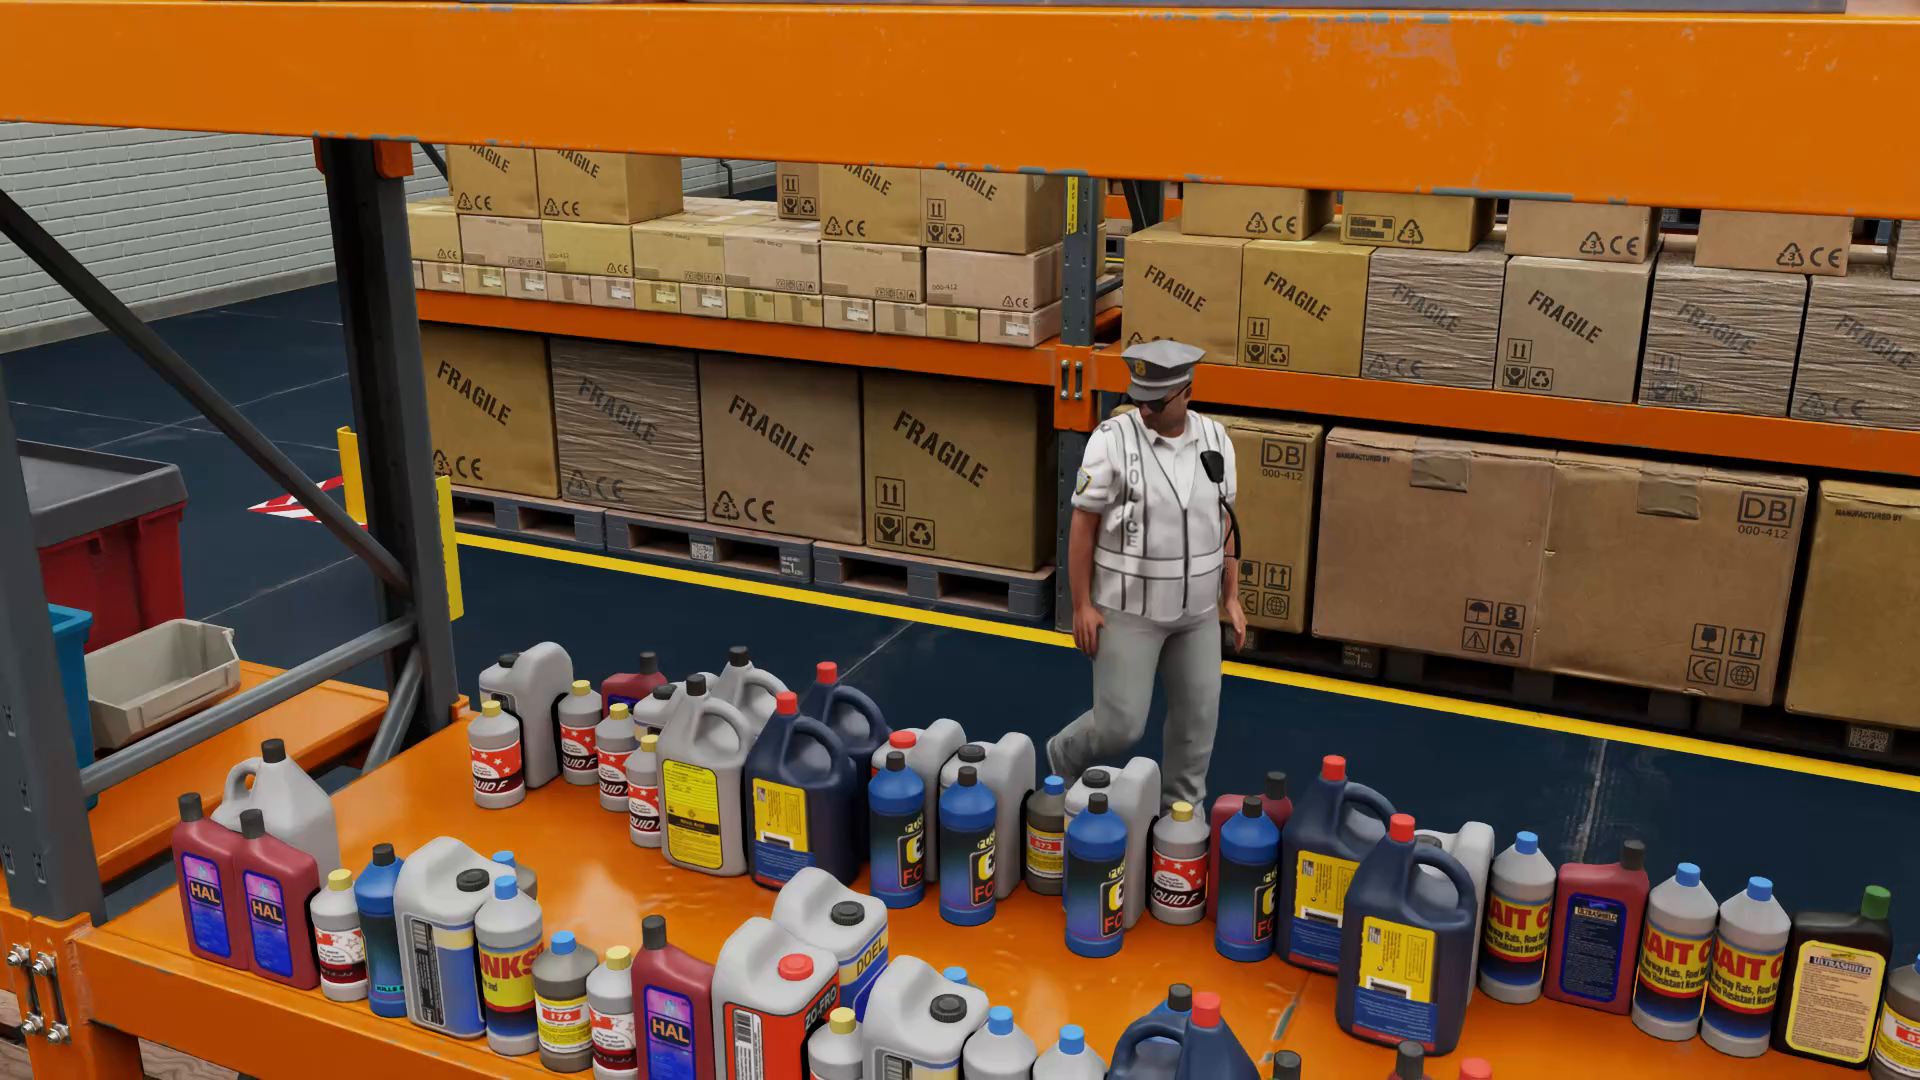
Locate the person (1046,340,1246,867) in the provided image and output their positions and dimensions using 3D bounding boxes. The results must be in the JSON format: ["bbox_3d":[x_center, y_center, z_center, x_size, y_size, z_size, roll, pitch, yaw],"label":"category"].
[{"bbox_3d":[0.632,0.202,5.431,0.584,1.738,0.641,-8,21,-23],"label":"person"}]
